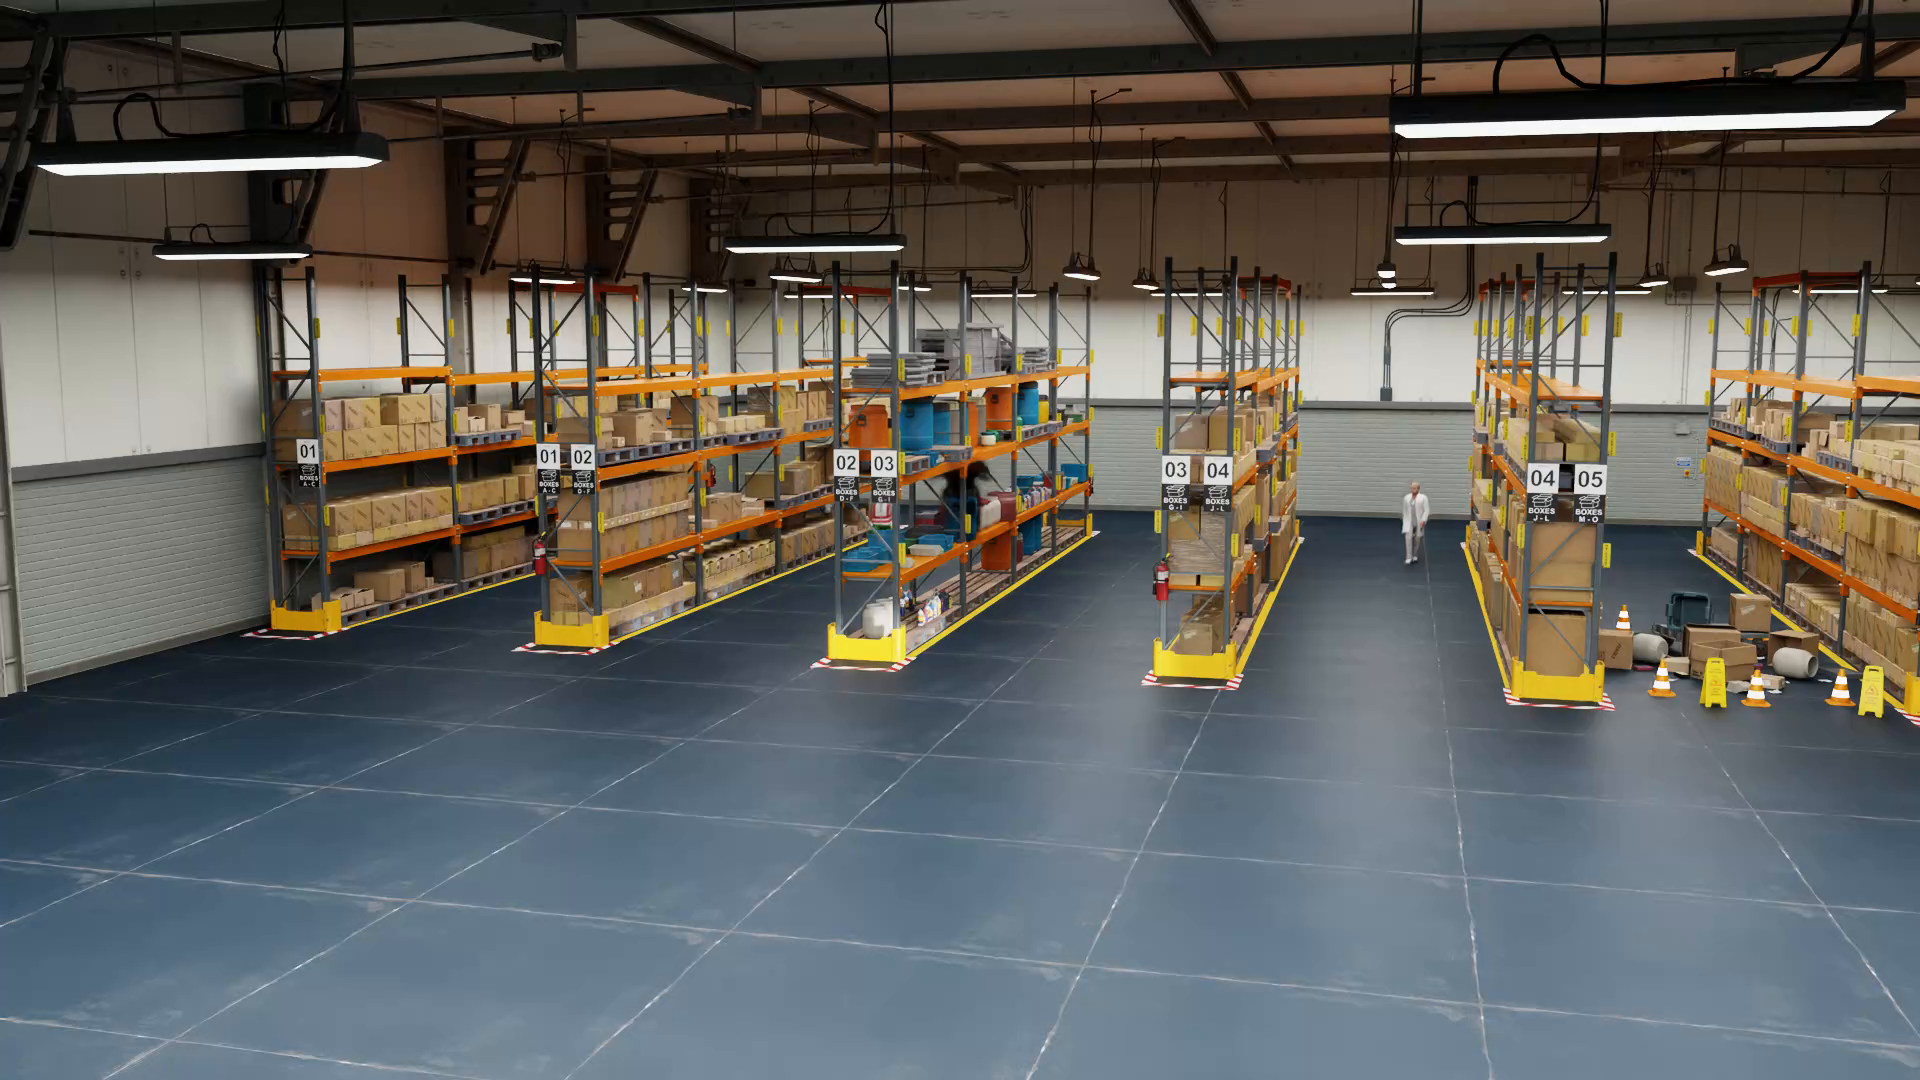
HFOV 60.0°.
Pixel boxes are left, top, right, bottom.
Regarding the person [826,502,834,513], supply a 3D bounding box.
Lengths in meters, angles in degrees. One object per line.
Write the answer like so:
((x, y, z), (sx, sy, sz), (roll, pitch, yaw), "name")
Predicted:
((-3.418, -1.551, 45.151), (0.471, 1.676, 0.509), (2, 8, 18), "person")

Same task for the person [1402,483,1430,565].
((9.664, -0.355, 35.273), (0.553, 1.719, 1.125), (2, 7, 12), "person")

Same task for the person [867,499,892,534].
((-1.674, -0.322, 35.023), (0.616, 1.735, 1.049), (1, 7, 7), "person")
